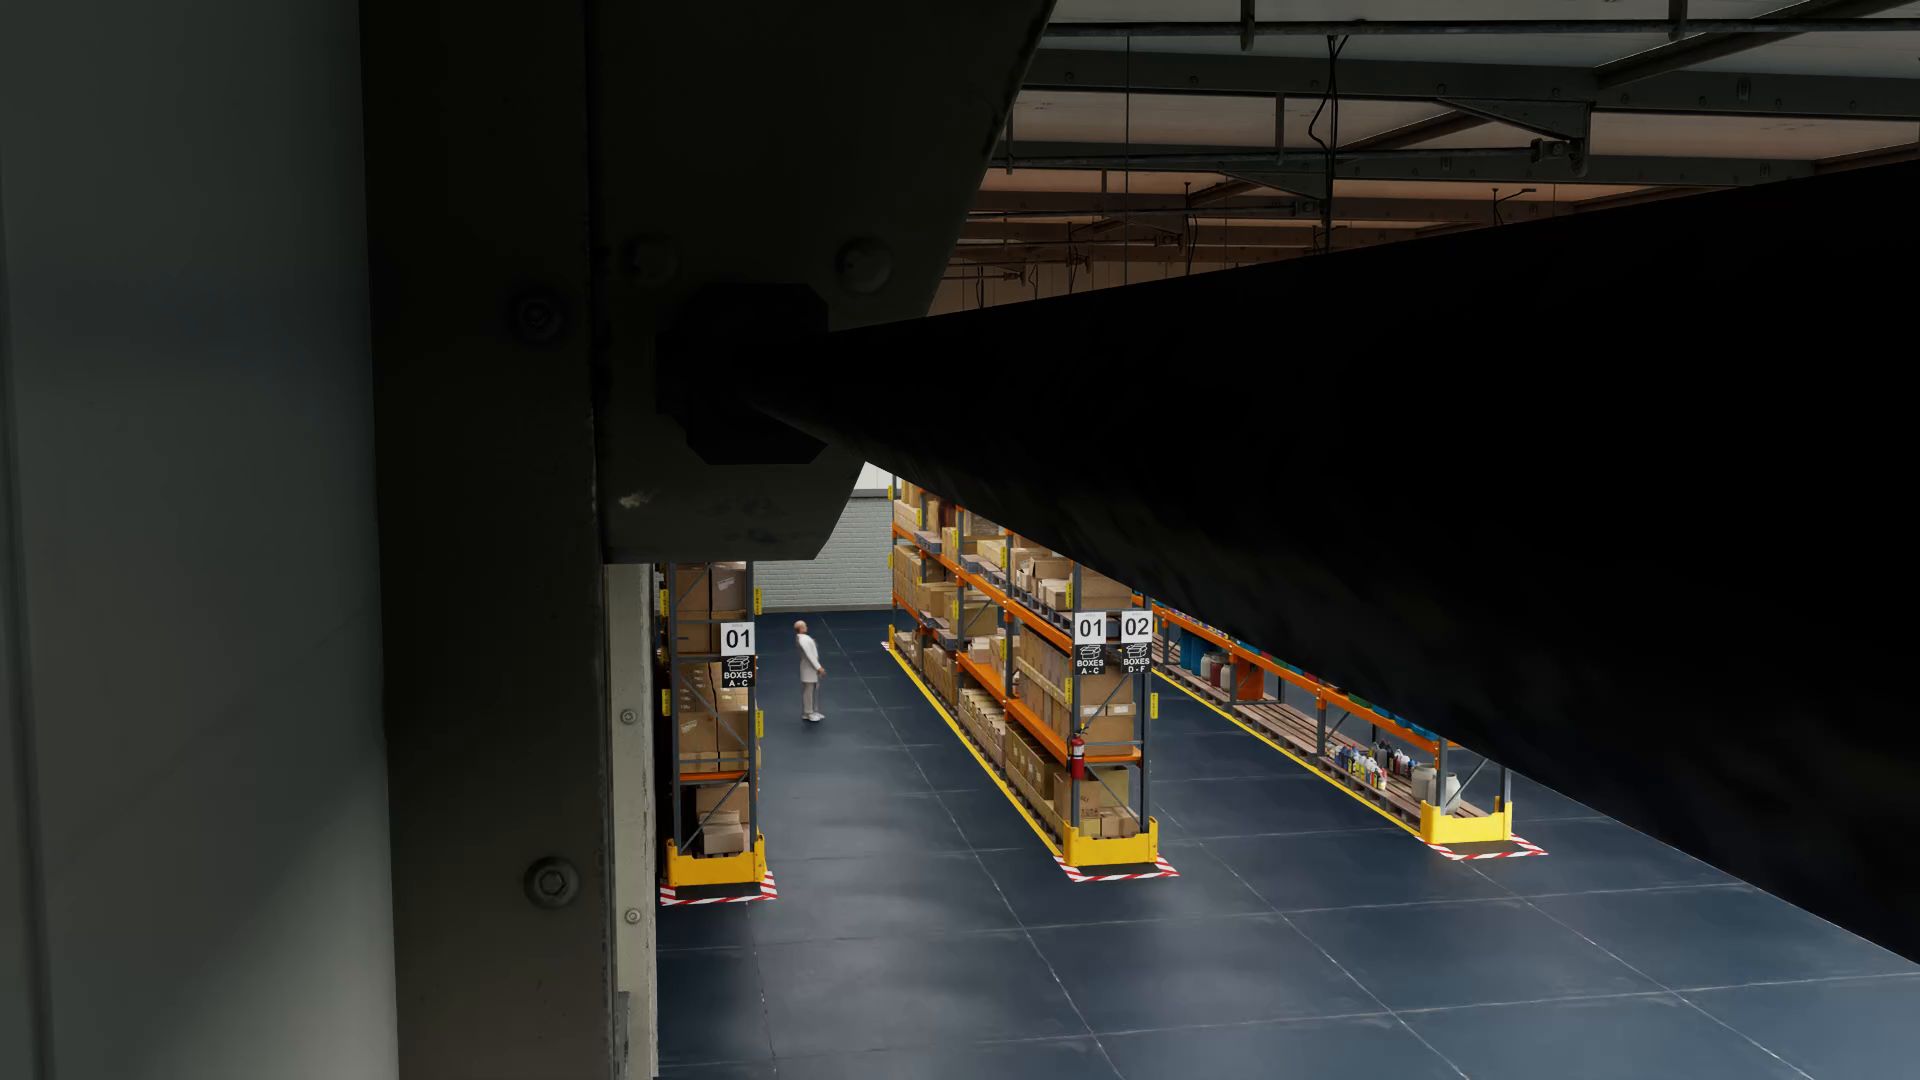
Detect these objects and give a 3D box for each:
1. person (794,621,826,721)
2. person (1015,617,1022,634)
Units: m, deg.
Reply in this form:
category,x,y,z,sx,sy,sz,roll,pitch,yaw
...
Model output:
category,x,y,z,sx,sy,sz,roll,pitch,yaw
person,-2.611,2.306,29.327,0.636,1.802,0.674,1,6,11
person,1.574,1.346,38.045,0.626,1.716,1.031,-3,7,-22
